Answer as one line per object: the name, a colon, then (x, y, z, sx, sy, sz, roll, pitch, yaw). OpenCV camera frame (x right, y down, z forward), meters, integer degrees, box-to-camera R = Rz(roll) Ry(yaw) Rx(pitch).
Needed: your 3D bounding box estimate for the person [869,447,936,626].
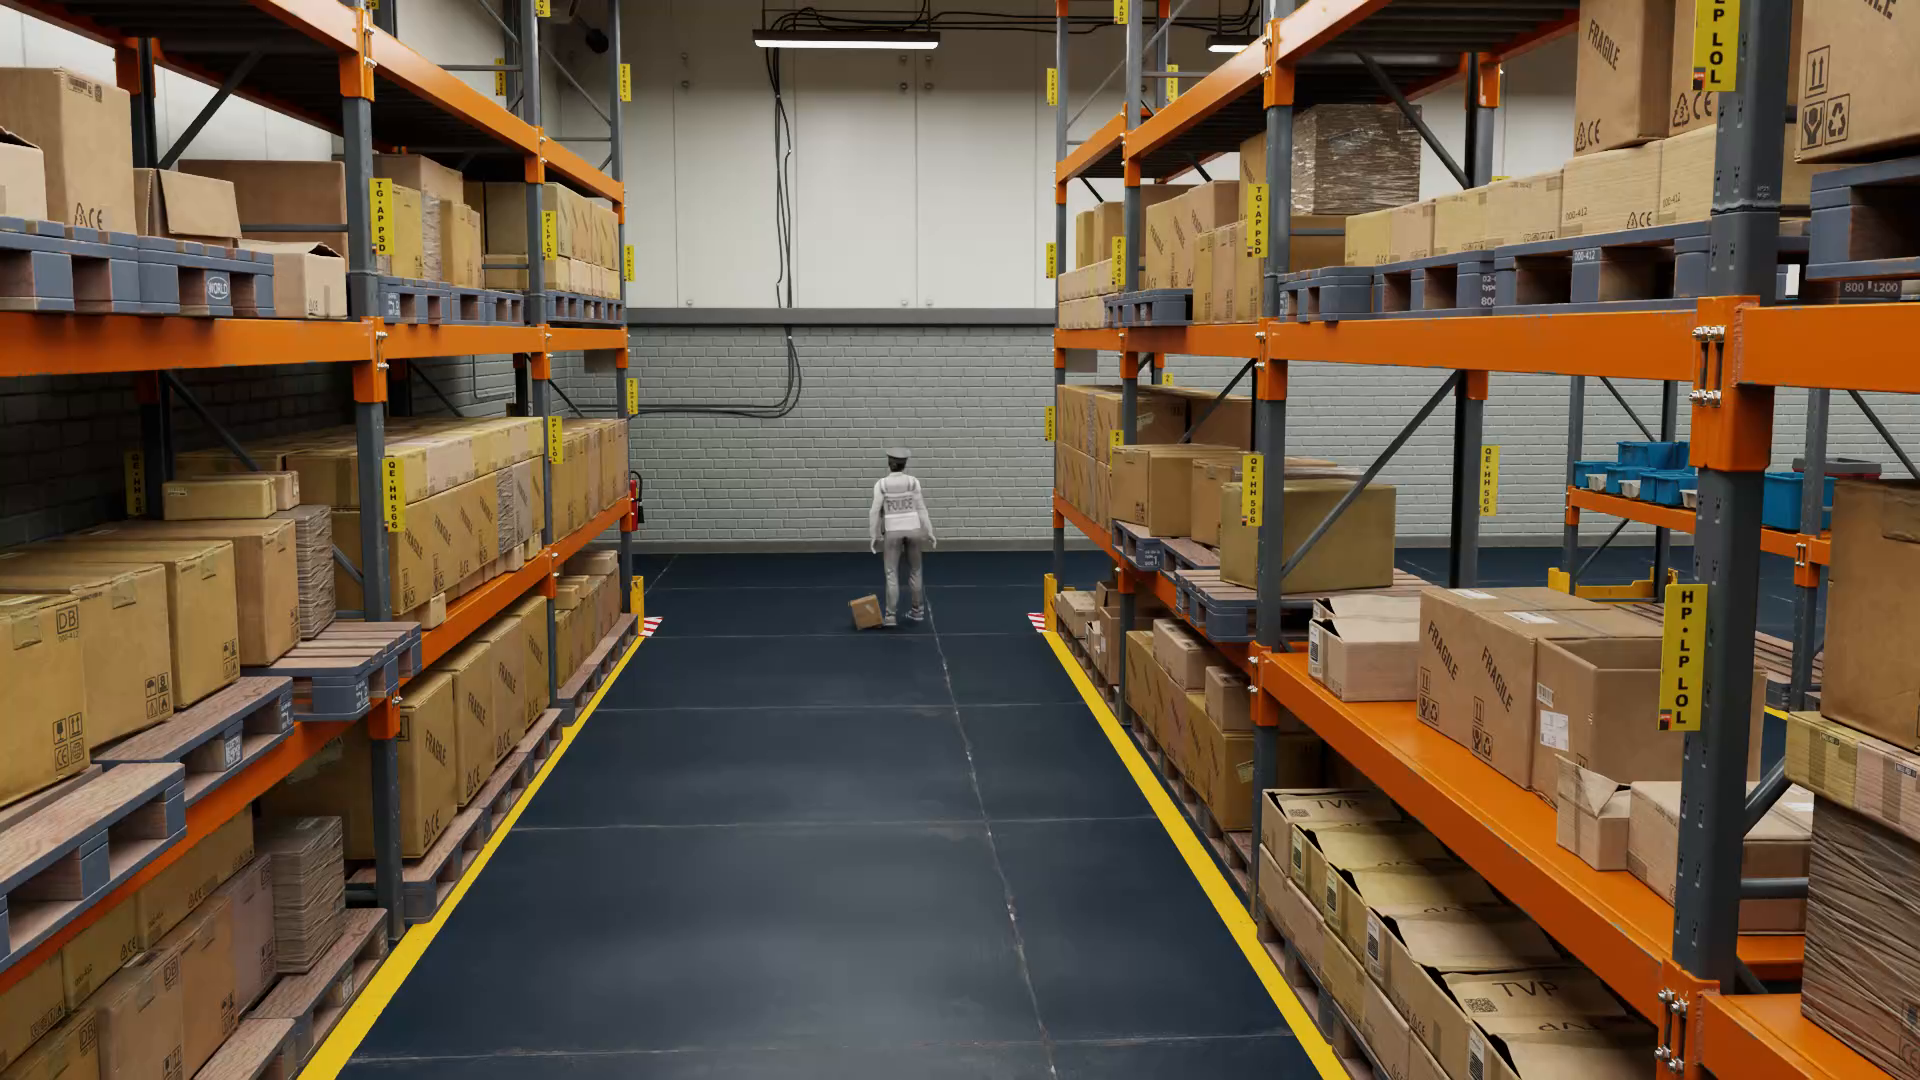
person: (-0.546, -0.037, 15.776, 0.634, 1.678, 0.489, -1, 7, -9)
